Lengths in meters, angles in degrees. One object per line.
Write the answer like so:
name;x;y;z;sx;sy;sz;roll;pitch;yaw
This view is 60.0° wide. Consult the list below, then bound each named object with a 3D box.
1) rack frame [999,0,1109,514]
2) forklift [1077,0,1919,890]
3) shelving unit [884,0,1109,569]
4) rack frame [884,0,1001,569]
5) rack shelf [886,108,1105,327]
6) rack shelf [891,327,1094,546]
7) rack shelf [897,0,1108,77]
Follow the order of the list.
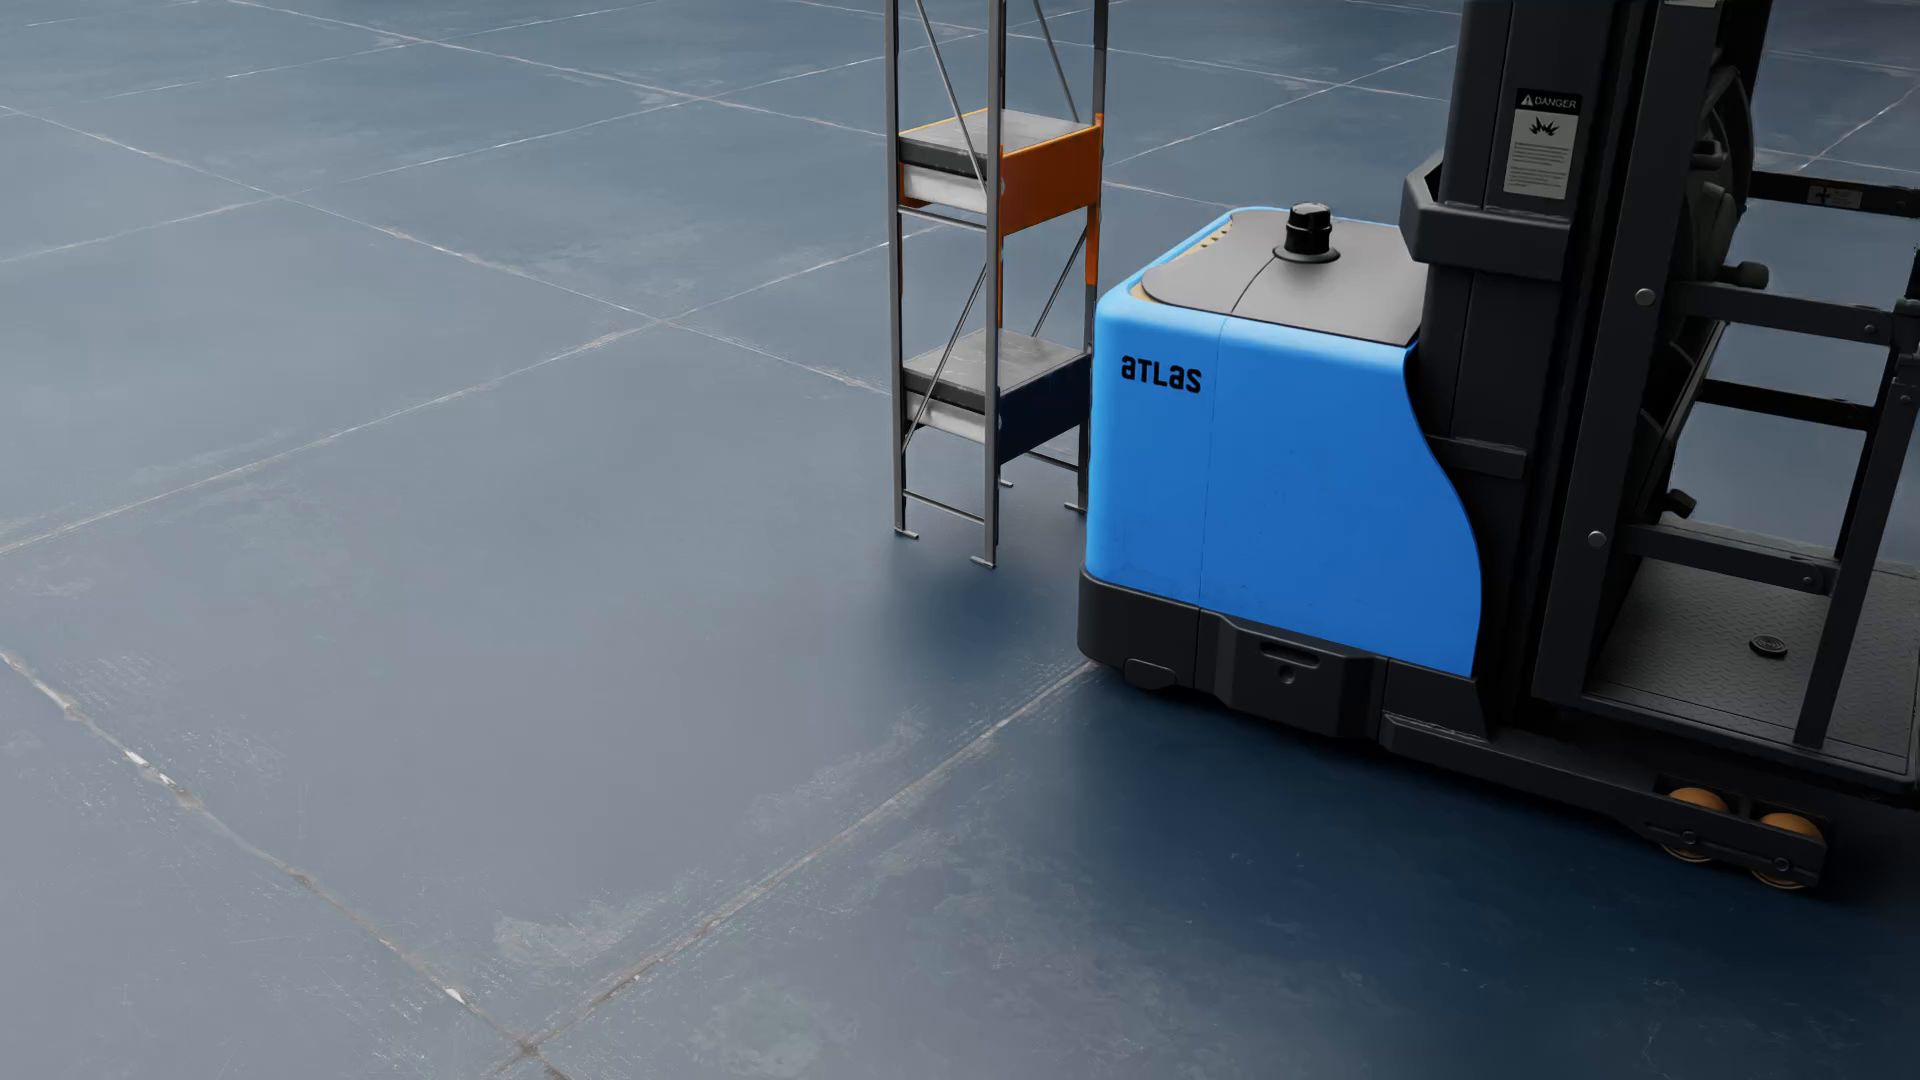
rack frame;0.261;-1.078;5.048;0.400;2.100;0.015;21;34;34
forklift;1.856;-0.798;3.603;3.031;2.935;1.130;15;31;26
shelving unit;0.105;-0.991;4.881;0.431;2.100;0.503;21;34;34
rack frame;-0.050;-0.905;4.714;0.400;2.100;0.015;21;34;34
rack shelf;0.105;-0.979;4.887;0.431;0.518;0.480;21;34;34
rack shelf;0.105;-0.357;5.209;0.431;0.518;0.480;21;34;34
rack shelf;0.105;-1.601;4.566;0.431;0.518;0.480;21;34;34
